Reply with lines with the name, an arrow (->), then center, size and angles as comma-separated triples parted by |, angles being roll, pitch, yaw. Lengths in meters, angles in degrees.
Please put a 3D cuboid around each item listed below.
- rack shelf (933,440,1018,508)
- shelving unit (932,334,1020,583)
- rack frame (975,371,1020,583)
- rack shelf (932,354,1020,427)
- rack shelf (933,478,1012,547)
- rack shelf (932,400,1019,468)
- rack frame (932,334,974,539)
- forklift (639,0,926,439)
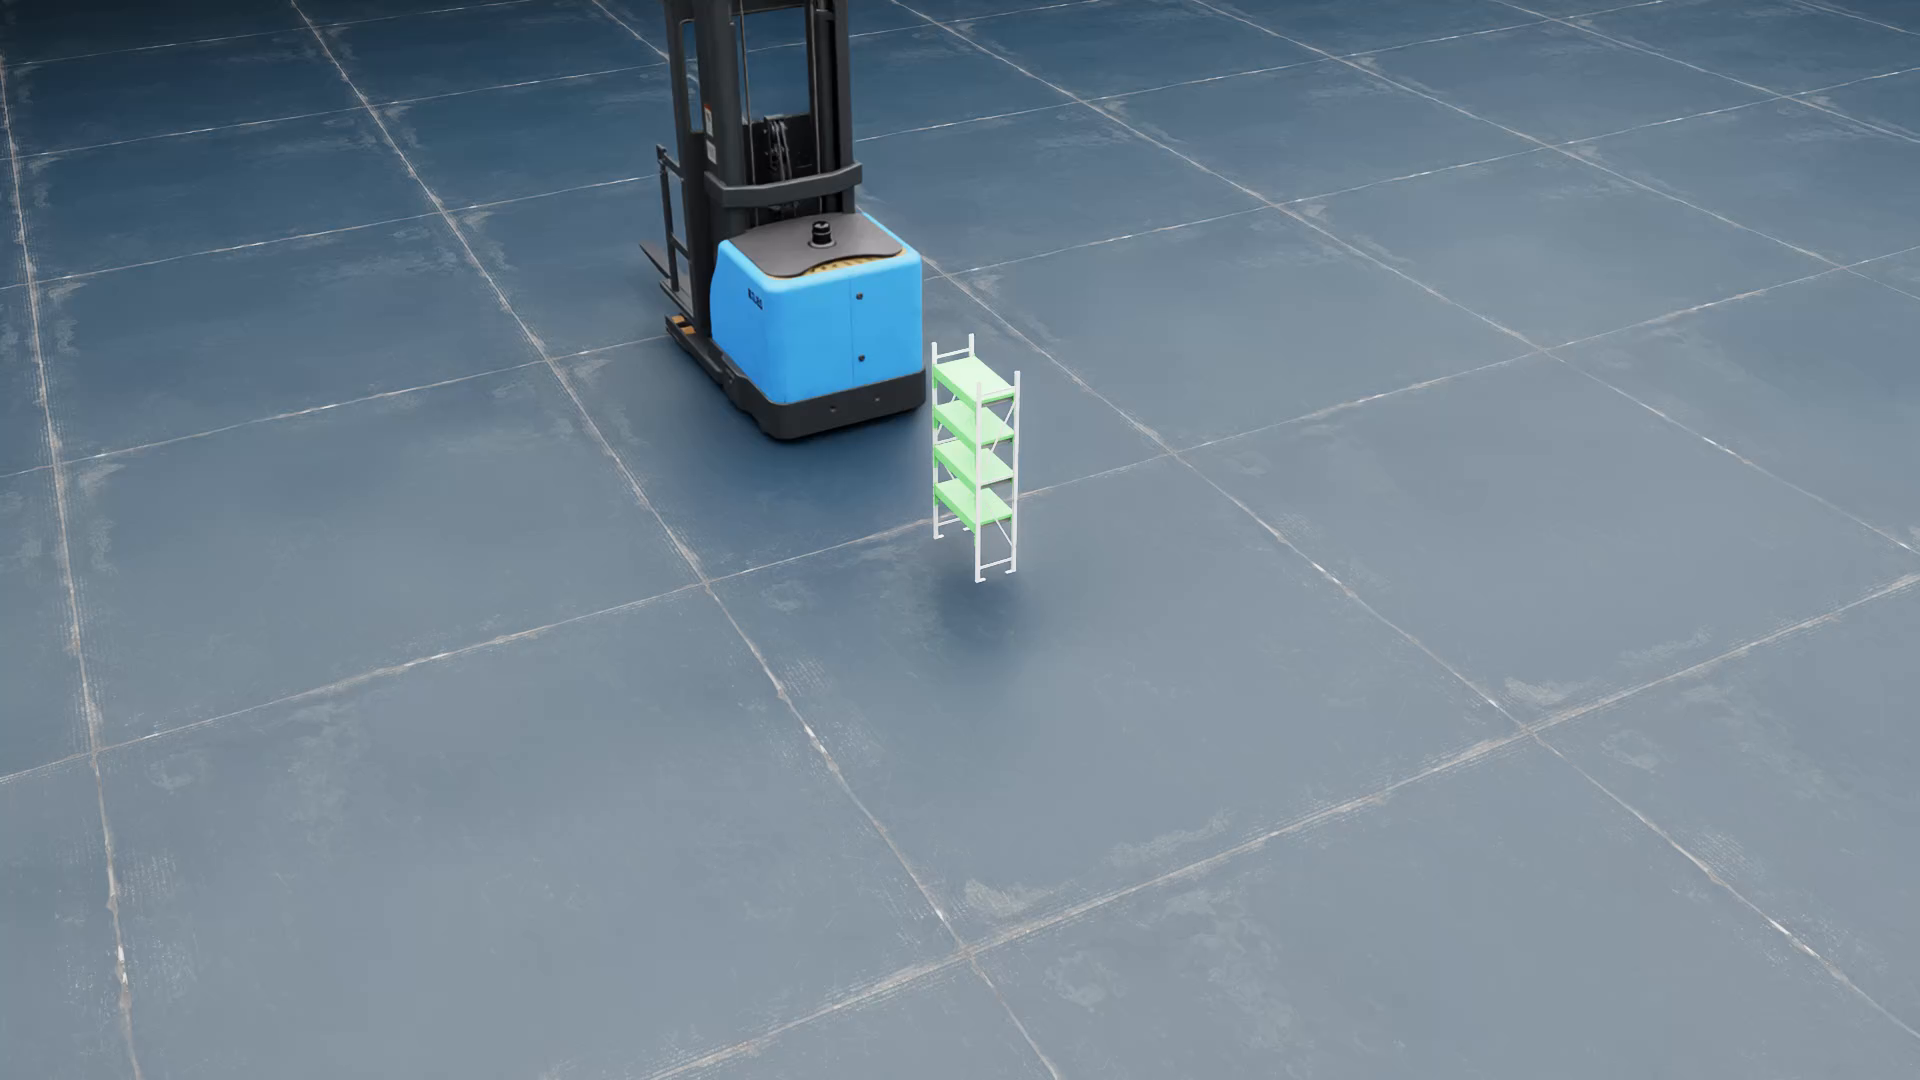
rack shelf -> 0.077, -0.372, 8.837 | 0.258, 0.148, 0.480 | -16, 36, -23
shelving unit -> 0.077, -0.426, 8.803 | 0.258, 1.200, 0.503 | -16, 36, -23
rack frame -> 0.191, -0.310, 8.621 | 0.240, 1.200, 0.015 | -16, 36, -23
rack shelf -> 0.077, -0.777, 8.579 | 0.258, 0.148, 0.480 | -16, 36, -23
rack shelf -> 0.077, -0.170, 8.967 | 0.258, 0.148, 0.480 | -16, 36, -23
rack shelf -> 0.077, -0.574, 8.708 | 0.258, 0.148, 0.480 | -16, 36, -23
rack frame -> -0.037, -0.543, 8.985 | 0.240, 1.200, 0.015 | -16, 36, -23
forklift -> -1.357, -2.615, 10.615 | 1.130, 2.935, 3.031 | -16, 36, -23
